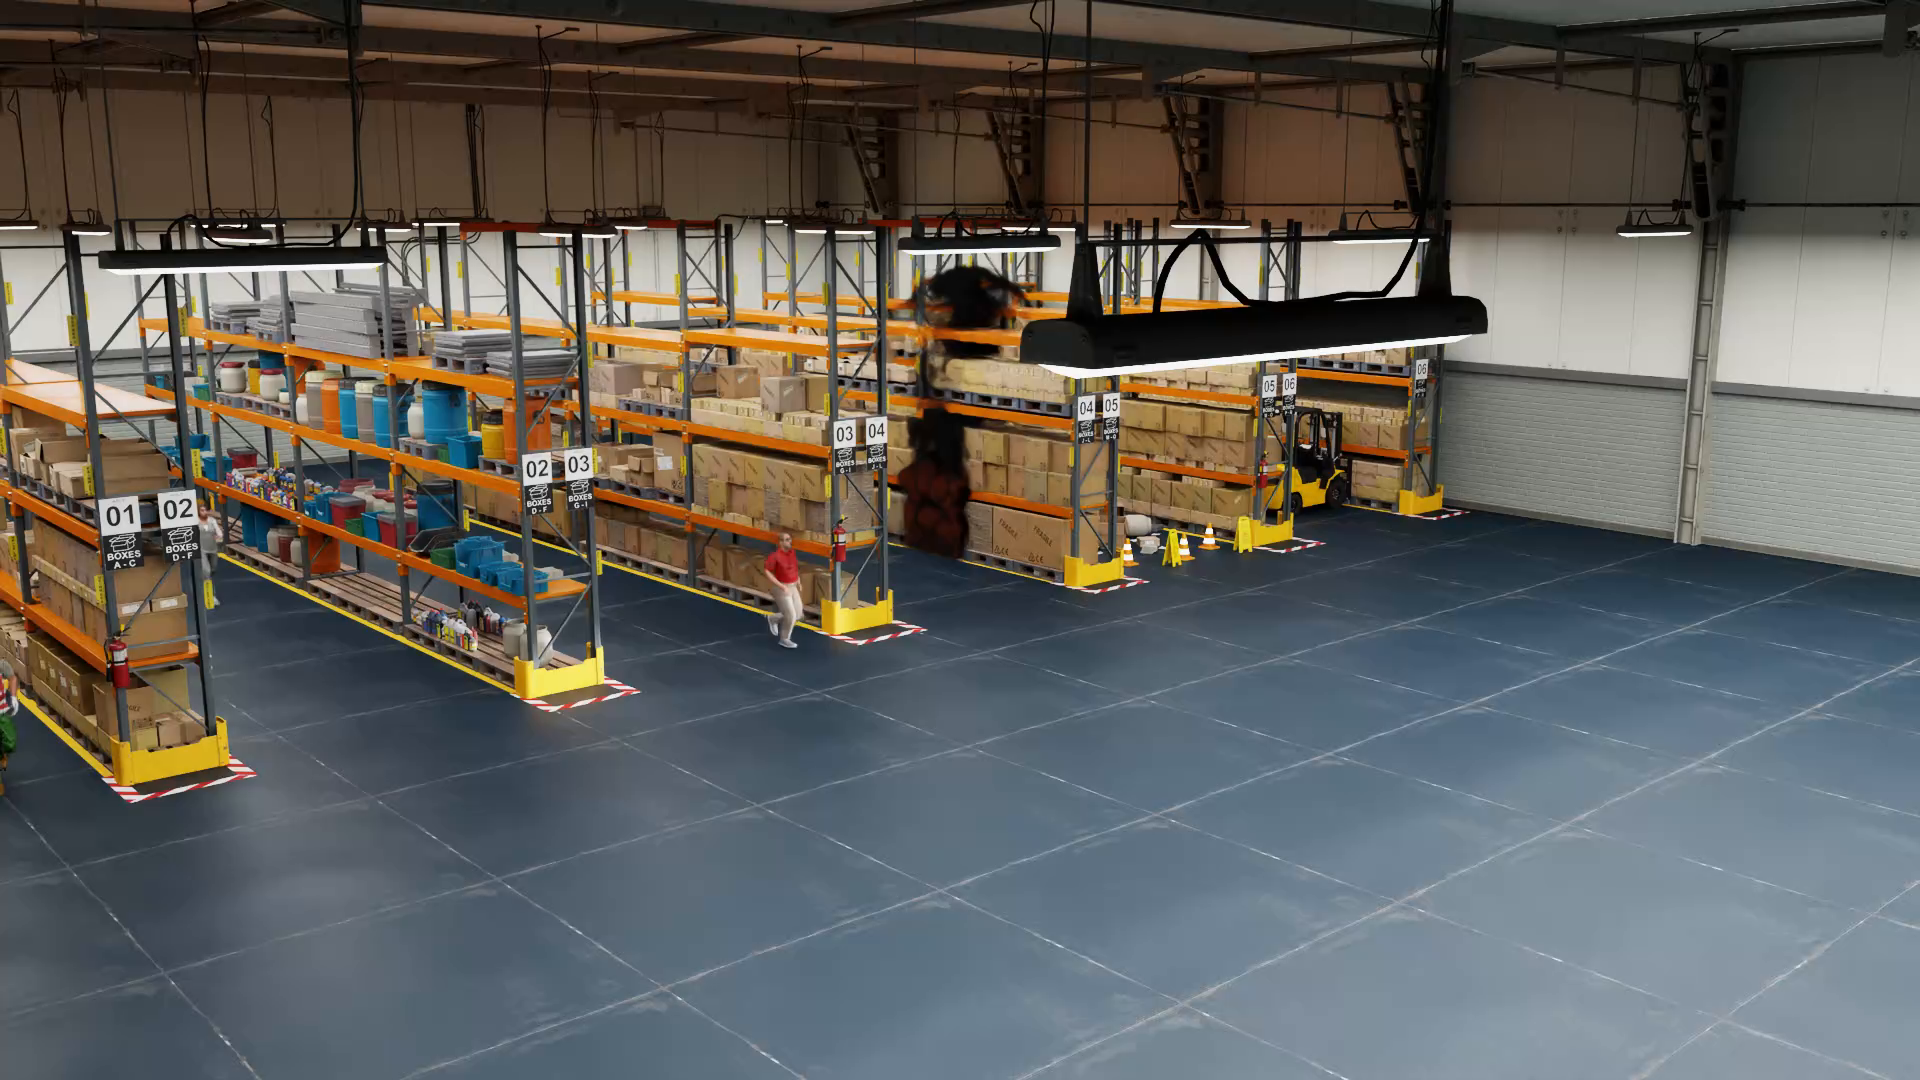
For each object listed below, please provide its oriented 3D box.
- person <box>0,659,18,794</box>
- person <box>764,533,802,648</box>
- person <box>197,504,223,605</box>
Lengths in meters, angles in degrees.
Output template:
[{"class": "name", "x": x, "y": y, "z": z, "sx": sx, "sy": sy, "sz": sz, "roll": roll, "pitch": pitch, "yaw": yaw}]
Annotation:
[{"class": "person", "x": -10.614, "y": 1.890, "z": 18.139, "sx": 0.694, "sy": 1.736, "sz": 0.625, "roll": -11, "pitch": 16, "yaw": -44}, {"class": "person", "x": -2.575, "y": 0.707, "z": 24.110, "sx": 0.606, "sy": 1.658, "sz": 0.684, "roll": 7, "pitch": 13, "yaw": 32}, {"class": "person", "x": -12.141, "y": 0.207, "z": 26.744, "sx": 0.513, "sy": 1.570, "sz": 0.893, "roll": -11, "pitch": 16, "yaw": -43}]
